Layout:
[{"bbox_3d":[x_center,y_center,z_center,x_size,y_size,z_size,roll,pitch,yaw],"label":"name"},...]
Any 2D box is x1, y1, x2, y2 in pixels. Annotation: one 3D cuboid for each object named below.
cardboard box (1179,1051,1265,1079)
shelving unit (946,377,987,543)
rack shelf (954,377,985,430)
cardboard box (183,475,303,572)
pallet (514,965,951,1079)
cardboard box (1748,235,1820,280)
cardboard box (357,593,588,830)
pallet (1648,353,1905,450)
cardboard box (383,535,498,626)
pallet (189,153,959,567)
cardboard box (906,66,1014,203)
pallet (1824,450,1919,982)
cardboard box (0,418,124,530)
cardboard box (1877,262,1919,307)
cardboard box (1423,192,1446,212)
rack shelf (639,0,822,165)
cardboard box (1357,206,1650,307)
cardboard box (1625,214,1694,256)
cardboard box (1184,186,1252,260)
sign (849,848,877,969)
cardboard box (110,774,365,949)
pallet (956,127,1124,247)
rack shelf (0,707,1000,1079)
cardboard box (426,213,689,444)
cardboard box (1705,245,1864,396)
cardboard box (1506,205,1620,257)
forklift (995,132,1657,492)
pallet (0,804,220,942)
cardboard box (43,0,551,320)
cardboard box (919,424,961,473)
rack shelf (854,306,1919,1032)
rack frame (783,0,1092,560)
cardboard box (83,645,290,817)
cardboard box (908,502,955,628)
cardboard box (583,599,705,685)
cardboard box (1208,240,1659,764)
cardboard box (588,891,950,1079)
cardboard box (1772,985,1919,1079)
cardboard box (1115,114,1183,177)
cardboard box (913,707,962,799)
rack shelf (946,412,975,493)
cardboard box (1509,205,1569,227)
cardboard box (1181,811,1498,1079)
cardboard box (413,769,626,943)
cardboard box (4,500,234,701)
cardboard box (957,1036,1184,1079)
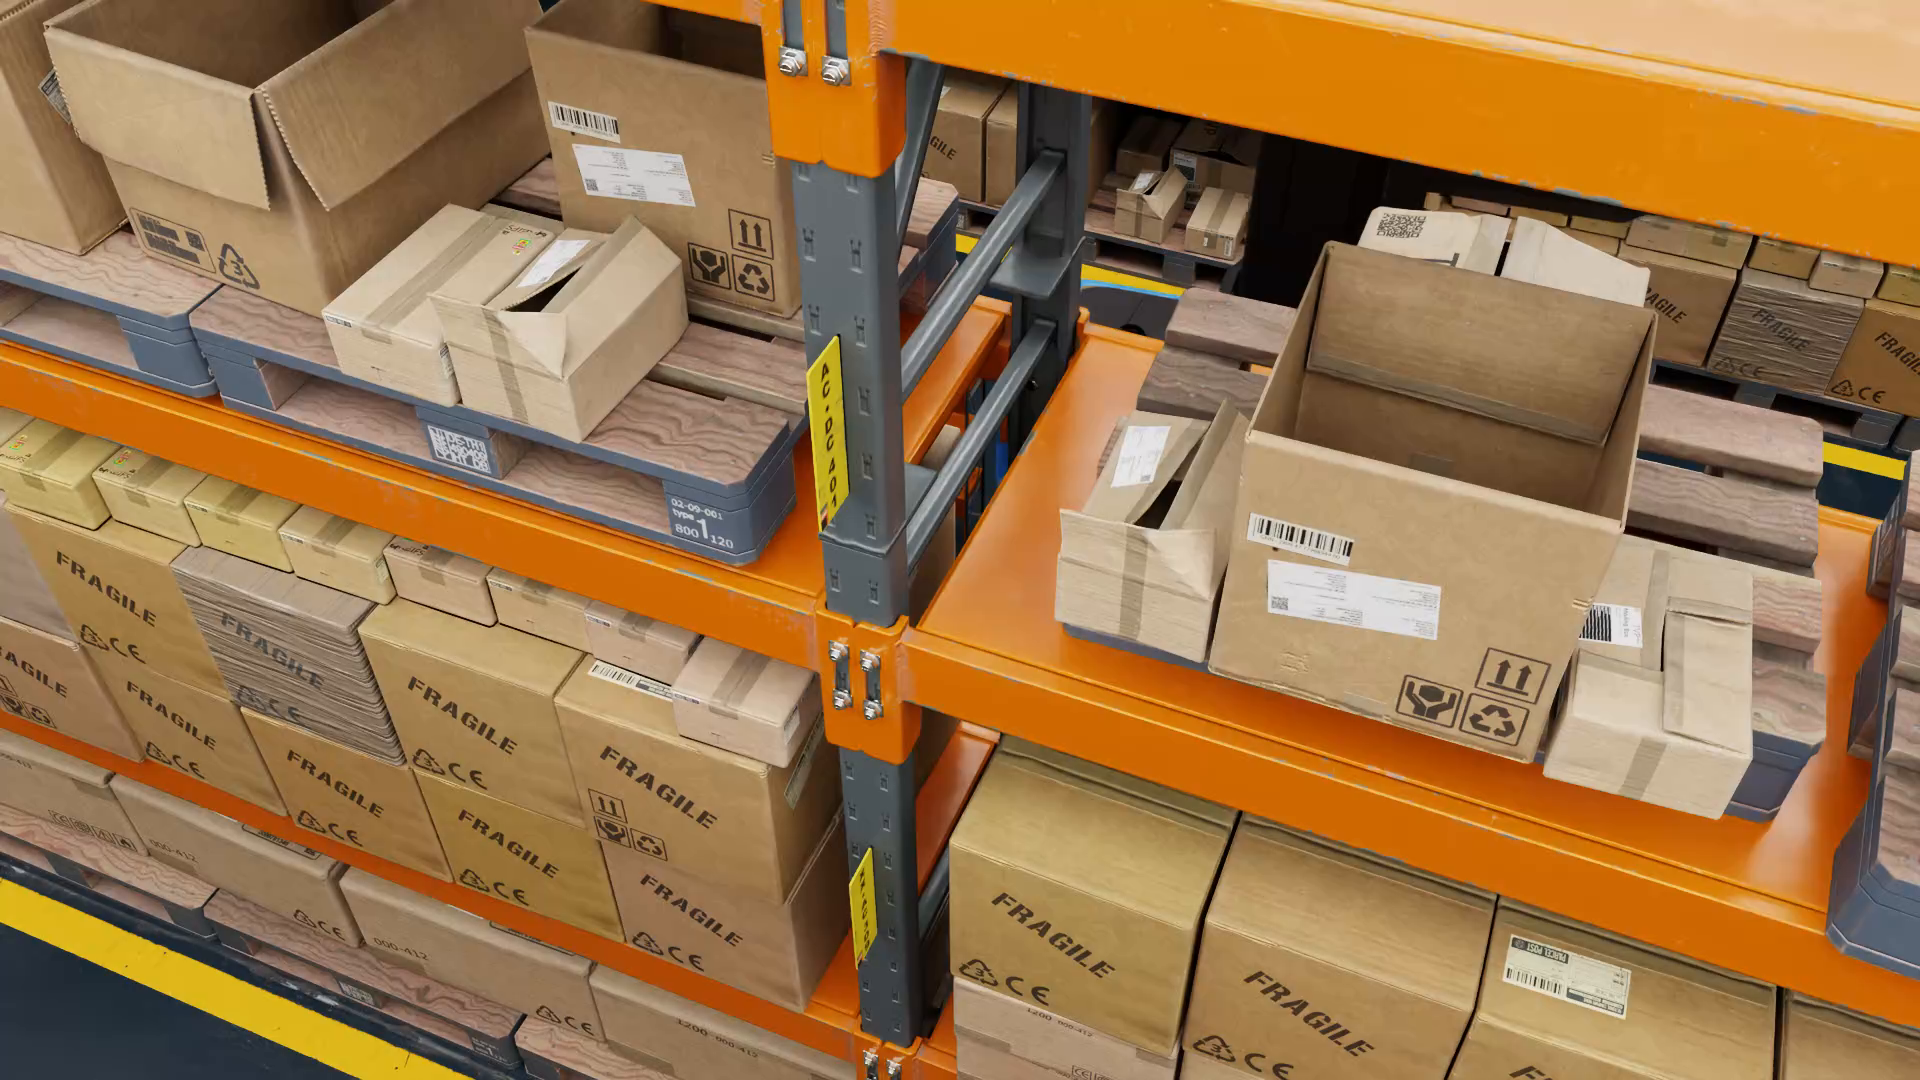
[{"bbox_3d":[0.799,1.056,3.653,0.500,0.250,0.500,17,47,16],"label":"cardboard box"},{"bbox_3d":[-0.049,-0.387,6.733,0.252,1.050,0.215,16,47,16],"label":"shelving unit"},{"bbox_3d":[-0.049,-0.580,6.541,0.240,0.259,0.215,16,47,16],"label":"rack shelf"},{"bbox_3d":[-1.553,-0.131,3.854,0.250,0.149,0.380,15,47,15],"label":"cardboard box"},{"bbox_3d":[-0.663,1.485,5.447,1.213,0.211,1.003,16,47,16],"label":"pallet"},{"bbox_3d":[3.635,-1.332,7.316,0.250,0.149,0.380,17,47,16],"label":"cardboard box"},{"bbox_3d":[-0.998,0.272,3.909,0.500,0.500,0.500,16,47,15],"label":"cardboard box"},{"bbox_3d":[3.812,-0.963,7.908,1.213,0.211,1.003,16,47,16],"label":"pallet"},{"bbox_3d":[-1.066,-0.016,3.739,0.250,0.149,0.380,16,47,16],"label":"cardboard box"},{"bbox_3d":[-0.742,-0.507,3.408,1.213,0.211,1.003,16,47,16],"label":"pallet"},{"bbox_3d":[-0.024,-2.133,8.581,0.500,0.500,0.500,17,47,17],"label":"cardboard box"},{"bbox_3d":[2.053,0.402,2.566,1.213,0.211,1.003,18,48,18],"label":"pallet"},{"bbox_3d":[-2.046,-0.227,3.951,0.250,0.149,0.380,15,47,15],"label":"cardboard box"},{"bbox_3d":[4.109,-1.177,7.160,0.250,0.149,0.380,16,47,15],"label":"cardboard box"},{"bbox_3d":[2.145,-1.700,7.686,0.250,0.149,0.380,19,48,18],"label":"cardboard box"},{"bbox_3d":[-1.837,-1.519,3.029,4.000,0.370,1.077,16,47,16],"label":"rack shelf"},{"bbox_3d":[0.903,-0.324,2.927,0.500,0.311,0.500,16,47,16],"label":"cardboard box"},{"bbox_3d":[3.146,-1.456,7.440,0.250,0.149,0.380,16,47,16],"label":"cardboard box"},{"bbox_3d":[1.289,-1.577,8.270,0.250,0.149,0.380,15,47,15],"label":"cardboard box"},{"bbox_3d":[-0.203,0.781,3.508,0.005,0.325,0.100,16,47,16],"label":"sign"},{"bbox_3d":[-2.187,0.784,5.693,0.875,0.438,0.875,18,47,17],"label":"cardboard box"},{"bbox_3d":[0.153,-2.007,8.957,1.213,0.211,1.003,16,47,16],"label":"pallet"},{"bbox_3d":[-1.837,0.466,5.004,4.000,0.370,1.077,16,47,16],"label":"rack shelf"},{"bbox_3d":[-0.704,-0.411,2.976,0.258,0.266,0.396,18,48,17],"label":"cardboard box"},{"bbox_3d":[3.707,-1.042,7.484,0.500,0.500,0.500,15,47,14],"label":"cardboard box"},{"bbox_3d":[2.772,-1.325,7.769,0.500,0.500,0.500,16,47,15],"label":"cardboard box"},{"bbox_3d":[1.694,-0.702,5.717,3.031,2.935,1.130,12,46,12],"label":"forklift"},{"bbox_3d":[-2.915,0.822,6.113,1.213,0.211,1.003,16,47,16],"label":"pallet"},{"bbox_3d":[-1.248,-0.876,3.274,0.637,0.503,0.797,20,48,19],"label":"cardboard box"},{"bbox_3d":[-0.182,-0.121,3.844,0.250,0.149,0.380,16,47,15],"label":"cardboard box"},{"bbox_3d":[1.855,0.489,2.855,4.000,0.370,1.077,16,47,16],"label":"rack shelf"},{"bbox_3d":[0.009,-1.373,2.089,0.127,3.000,1.000,16,47,16],"label":"rack frame"},{"bbox_3d":[-1.941,0.344,4.546,0.500,0.500,0.500,18,48,17],"label":"cardboard box"},{"bbox_3d":[-0.337,0.077,4.105,0.500,0.500,0.500,17,47,16],"label":"cardboard box"},{"bbox_3d":[-0.599,0.115,3.607,0.250,0.149,0.380,17,47,17],"label":"cardboard box"},{"bbox_3d":[0.711,-0.066,2.533,0.500,0.500,0.500,16,47,15],"label":"cardboard box"},{"bbox_3d":[-0.529,1.273,5.202,0.875,0.438,0.875,16,47,15],"label":"cardboard box"},{"bbox_3d":[1.726,1.065,3.112,0.500,0.500,0.500,16,47,15],"label":"cardboard box"},{"bbox_3d":[0.998,-2.068,8.764,0.250,0.149,0.380,16,47,15],"label":"cardboard box"},{"bbox_3d":[-0.323,0.420,4.469,0.500,0.500,0.500,18,48,17],"label":"cardboard box"},{"bbox_3d":[-0.049,-0.379,6.741,0.240,0.259,0.215,16,47,16],"label":"rack shelf"},{"bbox_3d":[2.672,-1.613,7.598,0.250,0.149,0.380,14,47,14],"label":"cardboard box"},{"bbox_3d":[0.785,0.791,3.388,0.500,0.500,0.500,16,47,16],"label":"cardboard box"},{"bbox_3d":[-0.994,0.623,4.266,0.500,0.500,0.500,15,47,15],"label":"cardboard box"},{"bbox_3d":[-1.931,-0.001,4.184,0.500,0.500,0.500,17,47,16],"label":"cardboard box"},{"bbox_3d":[0.314,1.098,3.965,0.500,0.250,0.500,15,47,15],"label":"cardboard box"}]
